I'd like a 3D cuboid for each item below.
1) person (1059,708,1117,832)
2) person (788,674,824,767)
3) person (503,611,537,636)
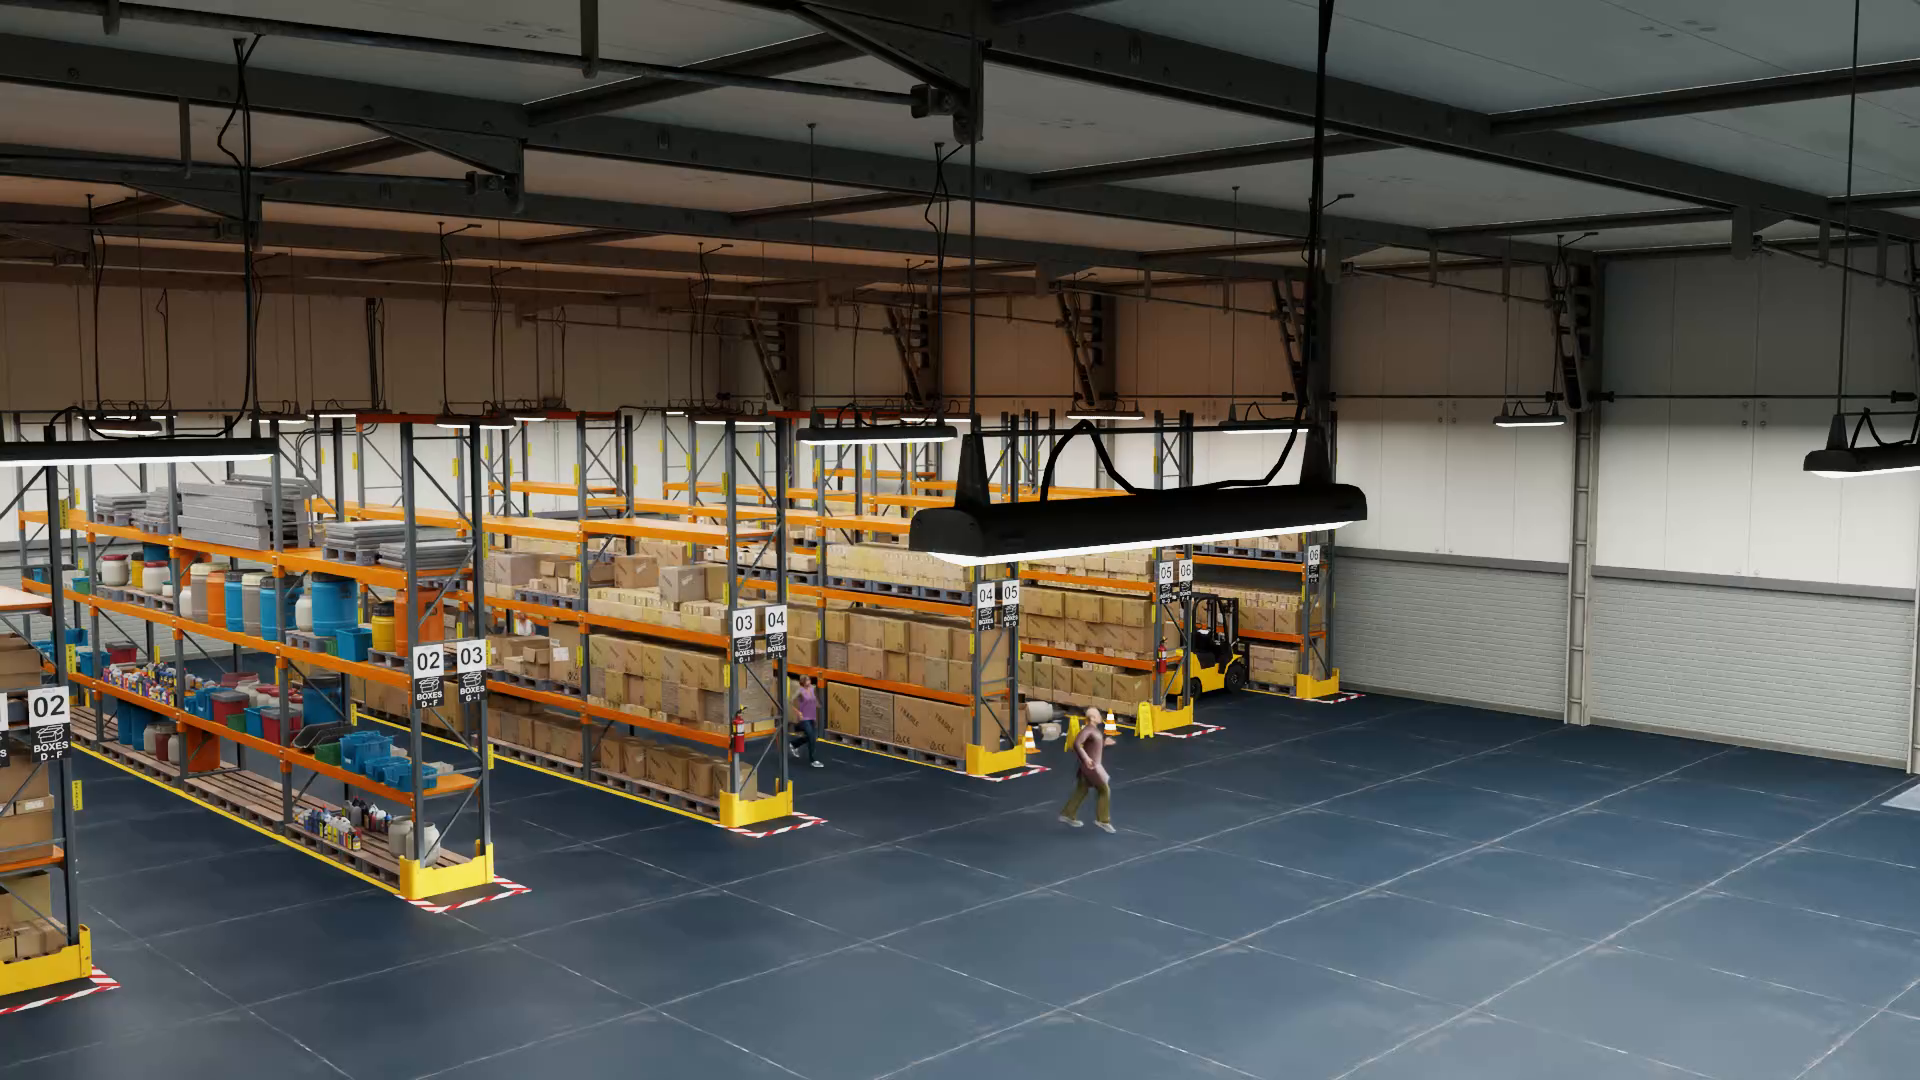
[{"bbox_3d":[1.858,3.360,24.203,0.866,1.837,0.668,-1,5,-6],"label":"person"},{"bbox_3d":[-2.652,3.070,28.456,0.823,1.569,0.547,4,6,35],"label":"person"},{"bbox_3d":[-9.408,2.339,35.857,0.702,1.789,0.647,5,7,44],"label":"person"}]
